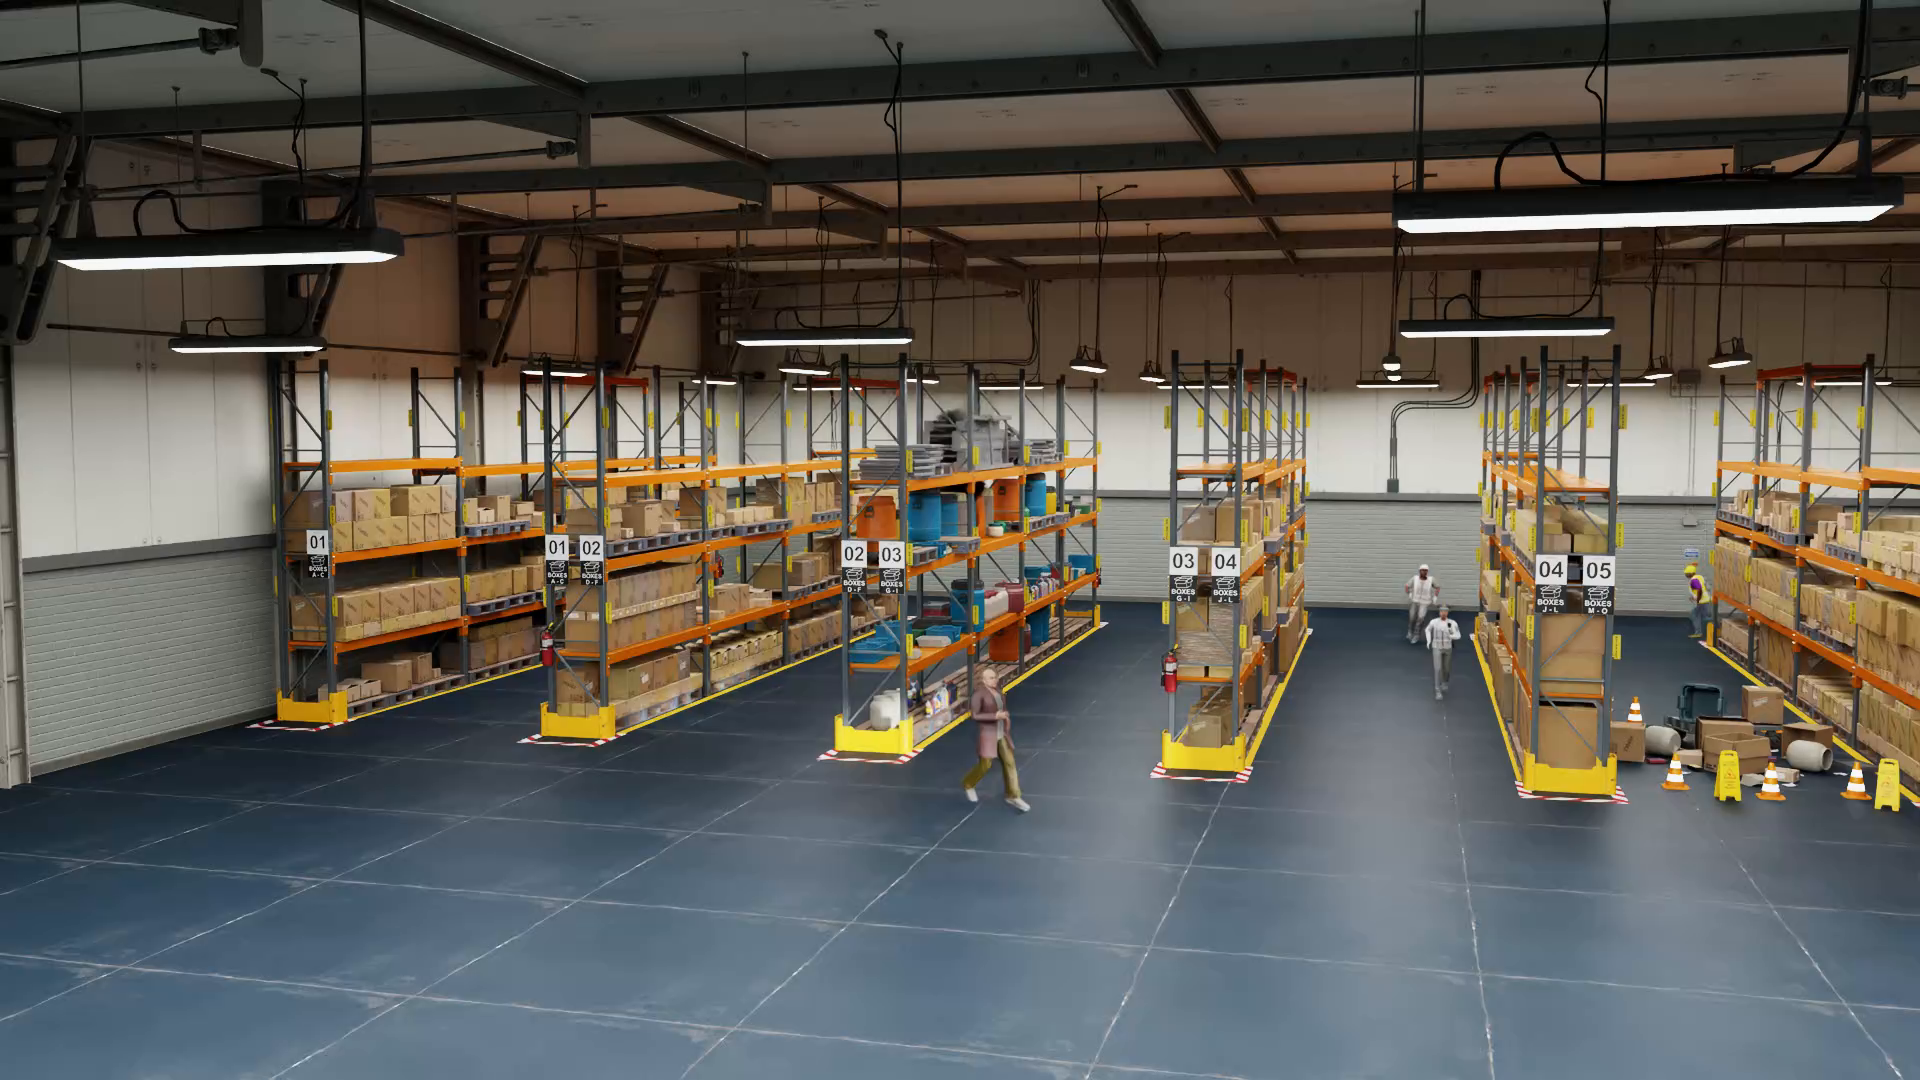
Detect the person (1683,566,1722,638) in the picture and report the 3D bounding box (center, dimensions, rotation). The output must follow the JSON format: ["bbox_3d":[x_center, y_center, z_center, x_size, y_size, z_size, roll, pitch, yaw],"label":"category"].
[{"bbox_3d":[17.078,1.442,38.113,0.974,1.685,0.683,2,5,27],"label":"person"}]

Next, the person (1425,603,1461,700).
[{"bbox_3d":[8.711,1.977,30.004,0.610,1.686,0.936,1,4,14],"label":"person"}]

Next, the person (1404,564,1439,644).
[{"bbox_3d":[10.378,1.442,37.432,0.739,1.807,0.691,2,4,23],"label":"person"}]

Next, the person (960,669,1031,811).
[{"bbox_3d":[0.452,2.550,21.490,0.731,1.758,1.115,-4,5,-40],"label":"person"}]
